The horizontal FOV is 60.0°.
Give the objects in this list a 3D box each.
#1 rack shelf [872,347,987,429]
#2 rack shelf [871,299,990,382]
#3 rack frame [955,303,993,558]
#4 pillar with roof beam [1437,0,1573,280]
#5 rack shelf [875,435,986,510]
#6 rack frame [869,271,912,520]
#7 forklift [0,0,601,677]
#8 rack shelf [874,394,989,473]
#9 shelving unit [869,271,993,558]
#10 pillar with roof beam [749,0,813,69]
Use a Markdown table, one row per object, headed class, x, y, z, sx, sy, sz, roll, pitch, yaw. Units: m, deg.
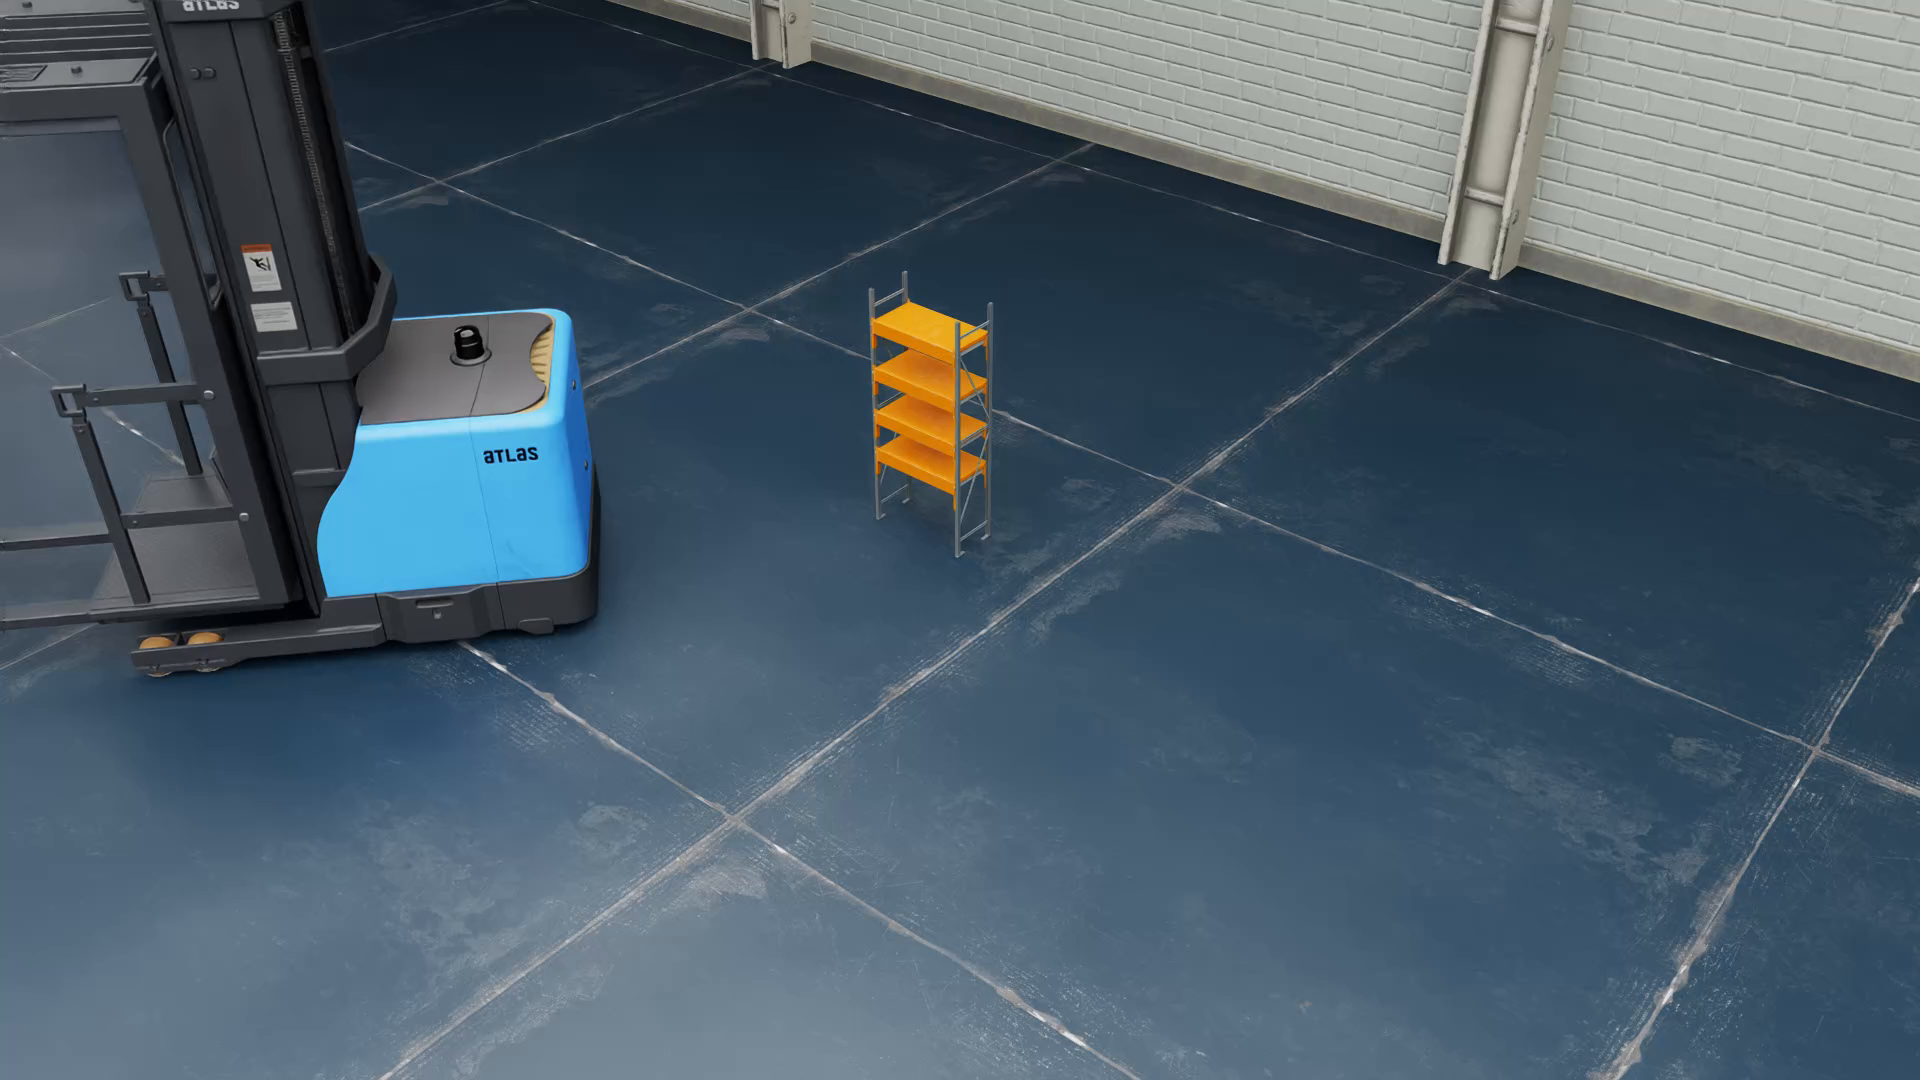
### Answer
| class | x | y | z | sx | sy | sz | roll | pitch | yaw |
| --- | --- | --- | --- | --- | --- | --- | --- | --- | --- |
| rack shelf | -0.127 | -0.683 | 7.409 | 0.480 | 0.148 | 0.258 | 25 | 42 | 32 |
| rack shelf | -0.127 | -0.878 | 7.275 | 0.480 | 0.148 | 0.258 | 25 | 42 | 32 |
| rack frame | 0.060 | -0.466 | 7.369 | 0.015 | 1.200 | 0.240 | 25 | 42 | 32 |
| pillar with roof beam | 0.433 | -3.540 | 4.956 | 0.400 | 9.000 | 9.100 | 25 | 42 | 32 |
| rack shelf | -0.127 | -0.335 | 7.648 | 0.480 | 0.148 | 0.258 | 25 | 42 | 32 |
| rack frame | -0.315 | -0.643 | 7.626 | 0.015 | 1.200 | 0.240 | 25 | 42 | 32 |
| forklift | -3.134 | -0.961 | 6.561 | 3.031 | 2.935 | 1.130 | -5 | 35 | -7 |
| rack shelf | -0.127 | -0.499 | 7.536 | 0.480 | 0.148 | 0.258 | 25 | 42 | 32 |
| shelving unit | -0.127 | -0.555 | 7.498 | 0.503 | 1.200 | 0.258 | 25 | 42 | 32 |
| pillar with roof beam | -4.178 | -5.714 | 8.121 | 0.400 | 9.000 | 9.100 | 25 | 42 | 32 |
